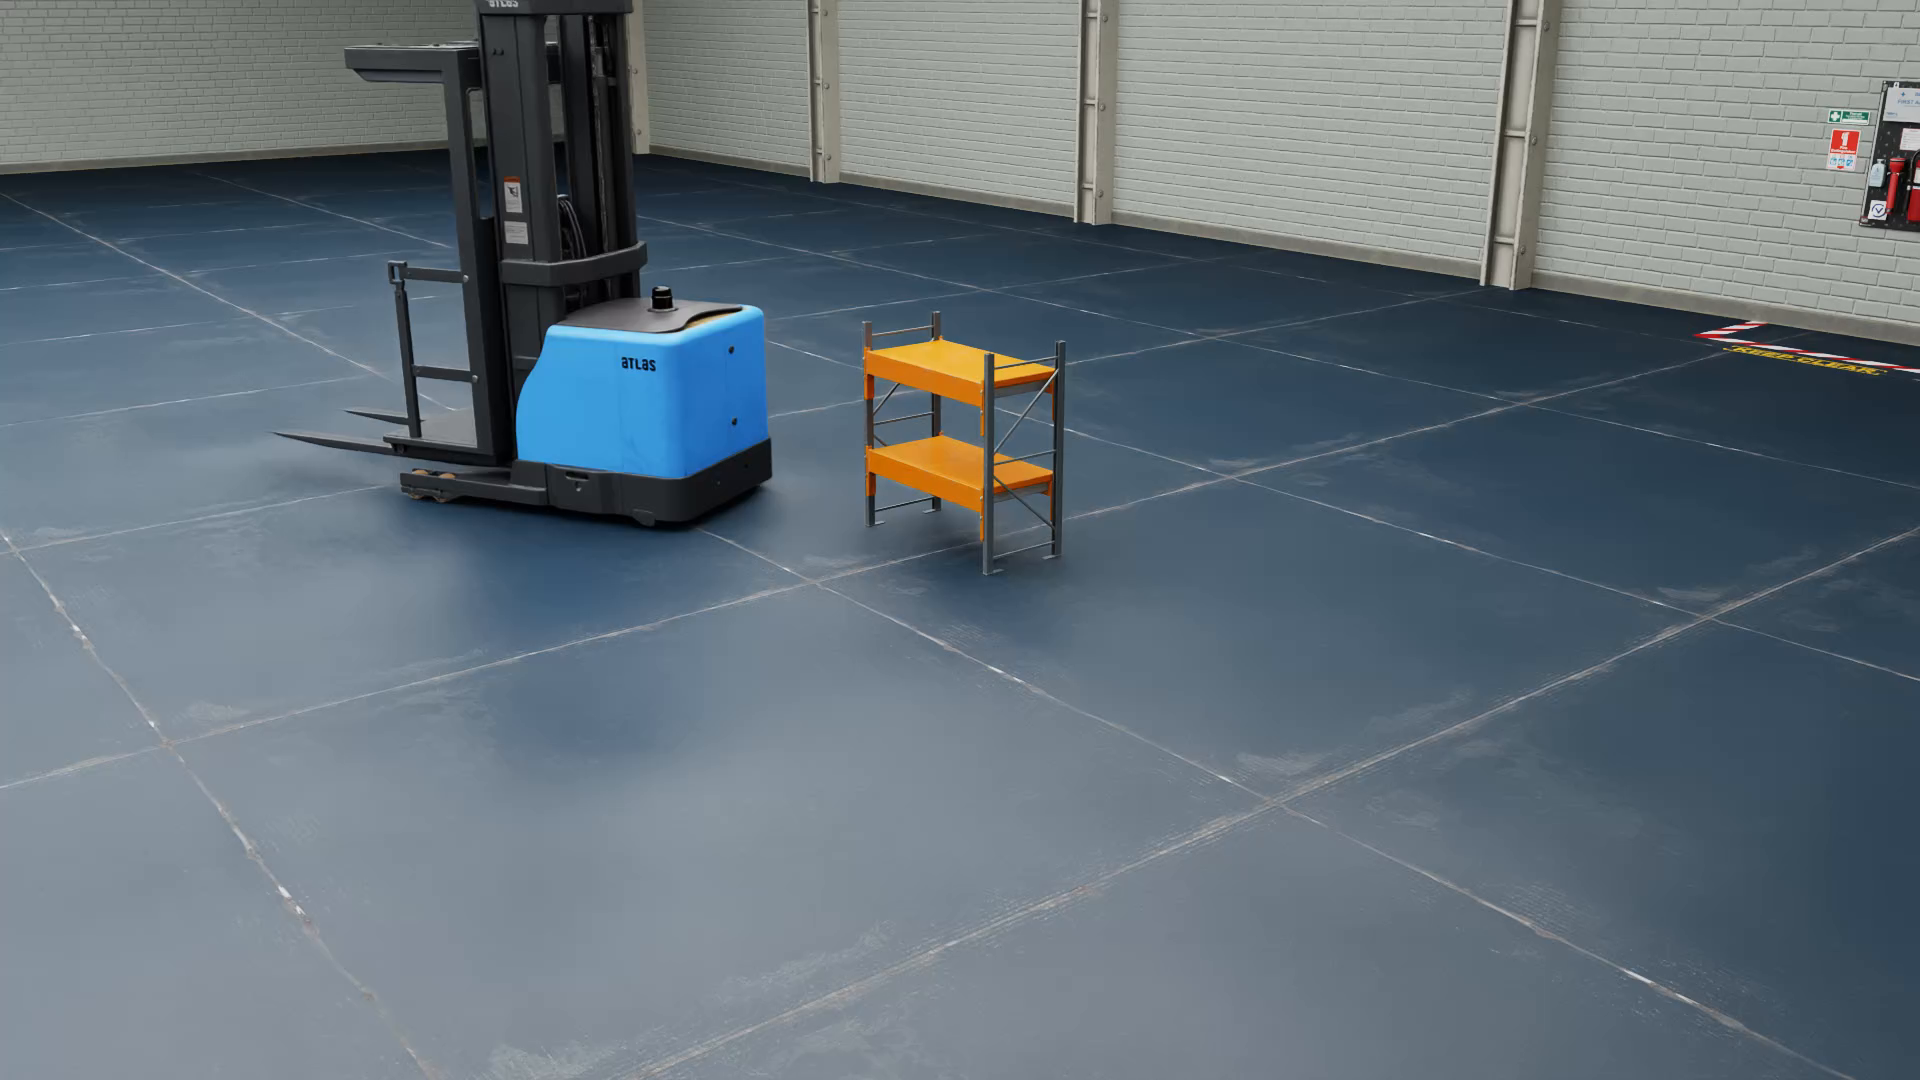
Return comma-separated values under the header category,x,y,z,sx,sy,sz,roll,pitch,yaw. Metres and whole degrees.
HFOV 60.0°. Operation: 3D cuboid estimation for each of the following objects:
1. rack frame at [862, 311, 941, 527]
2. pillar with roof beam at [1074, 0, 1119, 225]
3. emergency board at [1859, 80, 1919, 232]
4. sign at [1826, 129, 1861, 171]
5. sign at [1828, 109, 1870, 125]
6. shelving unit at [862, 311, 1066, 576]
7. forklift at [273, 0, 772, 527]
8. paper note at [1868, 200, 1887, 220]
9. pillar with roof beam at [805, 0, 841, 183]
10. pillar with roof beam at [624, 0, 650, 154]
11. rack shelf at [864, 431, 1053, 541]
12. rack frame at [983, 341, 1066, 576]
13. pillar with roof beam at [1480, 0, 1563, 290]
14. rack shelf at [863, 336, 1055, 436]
category,x,y,z,sx,sy,sz,roll,pitch,yaw
rack frame,-0.311,-0.658,9.059,0.500,1.125,0.032,-14,23,-36
pillar with roof beam,-1.699,-7.426,16.974,9.100,9.000,0.400,-14,23,-36
emergency board,7.622,-3.078,13.386,0.194,1.169,0.643,-14,23,-36
sign,7.359,-3.251,13.853,0.001,0.329,0.234,-14,23,-36
sign,7.355,-3.500,13.761,0.001,0.109,0.331,-14,23,-36
shelving unit,0.004,-0.532,8.681,0.538,1.125,1.048,-14,23,-36
forklift,-2.667,-1.747,9.476,3.031,2.935,1.130,8,20,22
paper note,7.566,-2.717,13.697,0.016,0.148,0.142,-14,23,-36
pillar with roof beam,-5.424,-8.905,21.439,9.100,9.000,0.400,-14,23,-36
pillar with roof beam,-9.150,-10.383,25.904,9.100,9.000,0.400,-14,23,-36
rack shelf,0.004,-0.300,8.758,0.538,0.278,1.000,-14,23,-36
rack frame,0.320,-0.407,8.302,0.500,1.125,0.032,-14,23,-36
pillar with roof beam,2.026,-5.948,12.509,9.100,9.000,0.400,-14,23,-36
rack shelf,0.004,-0.810,8.589,0.538,0.278,1.000,-14,23,-36
